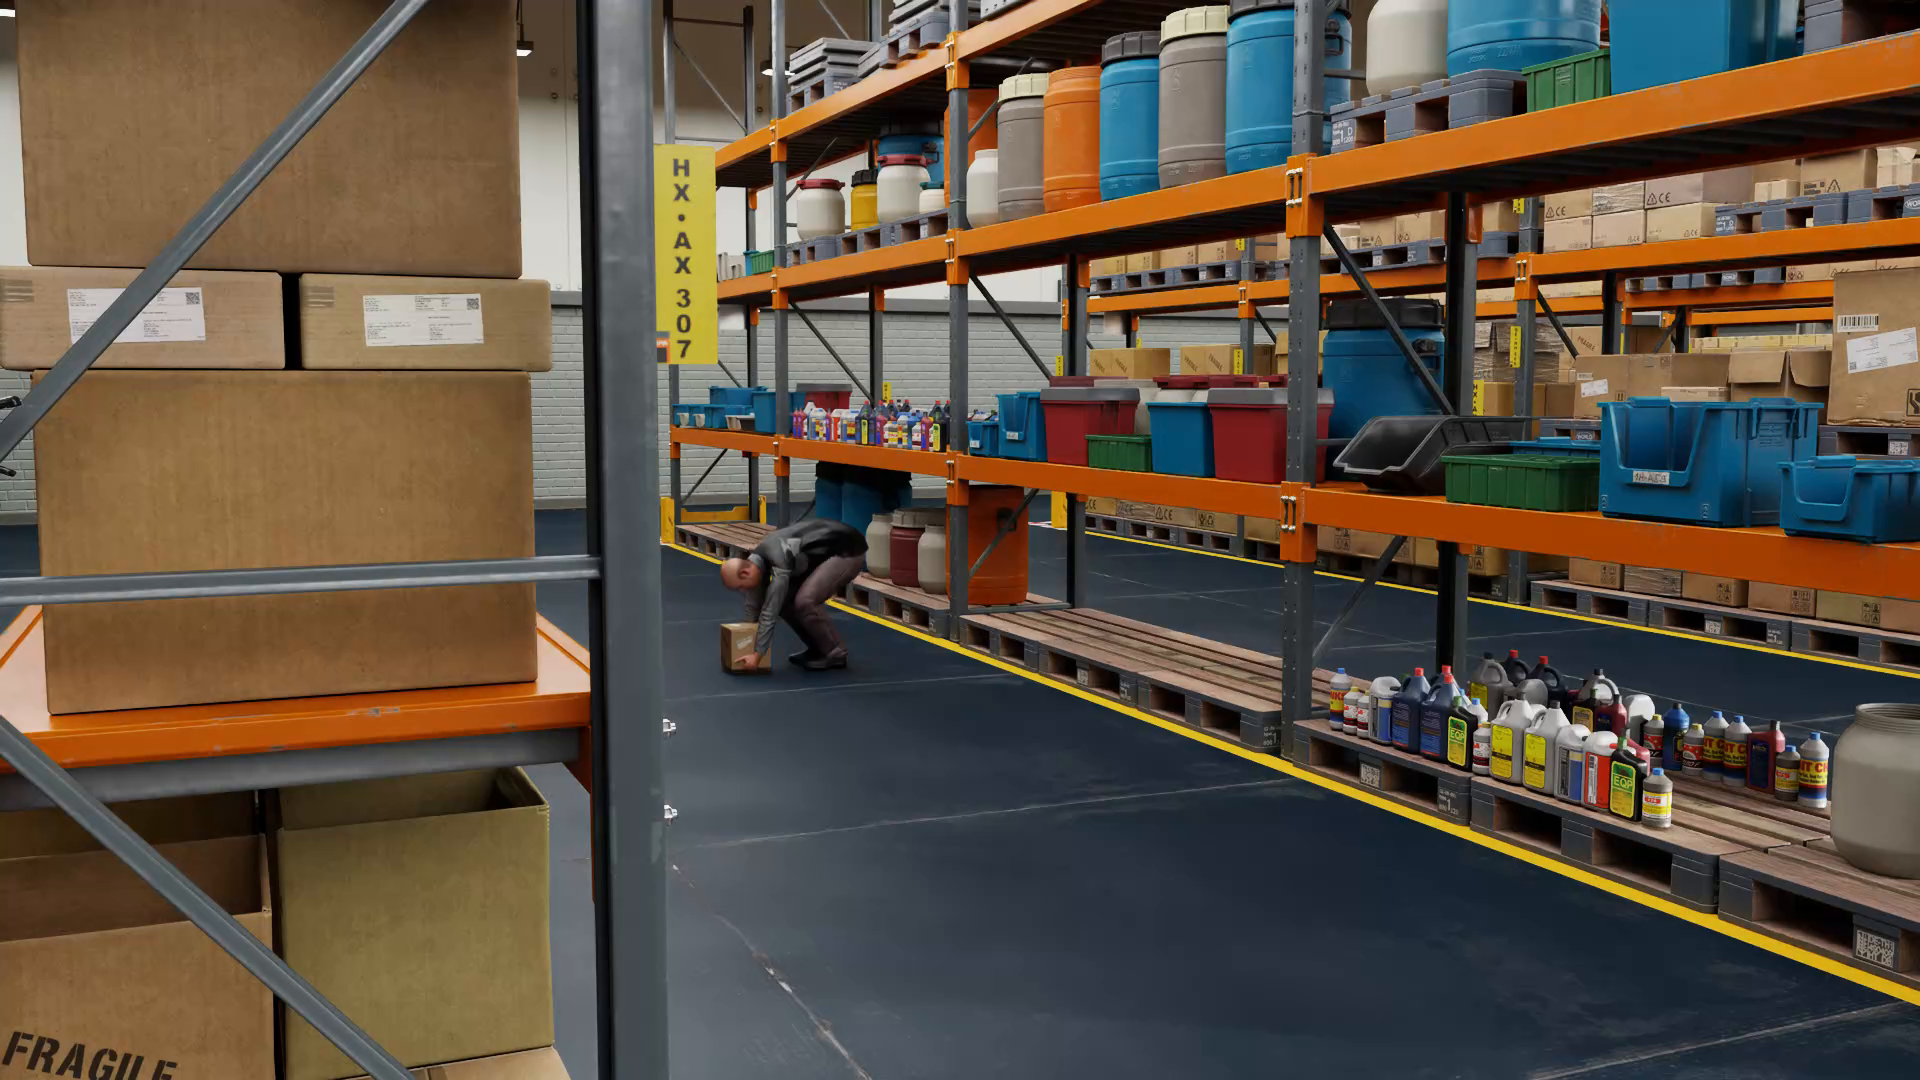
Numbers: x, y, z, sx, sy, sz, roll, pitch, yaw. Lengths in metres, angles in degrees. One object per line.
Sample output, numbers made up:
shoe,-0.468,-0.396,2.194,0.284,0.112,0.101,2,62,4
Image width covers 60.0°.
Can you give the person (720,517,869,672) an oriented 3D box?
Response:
person,-1.046,0.334,10.464,0.945,0.946,0.515,-3,6,-26
